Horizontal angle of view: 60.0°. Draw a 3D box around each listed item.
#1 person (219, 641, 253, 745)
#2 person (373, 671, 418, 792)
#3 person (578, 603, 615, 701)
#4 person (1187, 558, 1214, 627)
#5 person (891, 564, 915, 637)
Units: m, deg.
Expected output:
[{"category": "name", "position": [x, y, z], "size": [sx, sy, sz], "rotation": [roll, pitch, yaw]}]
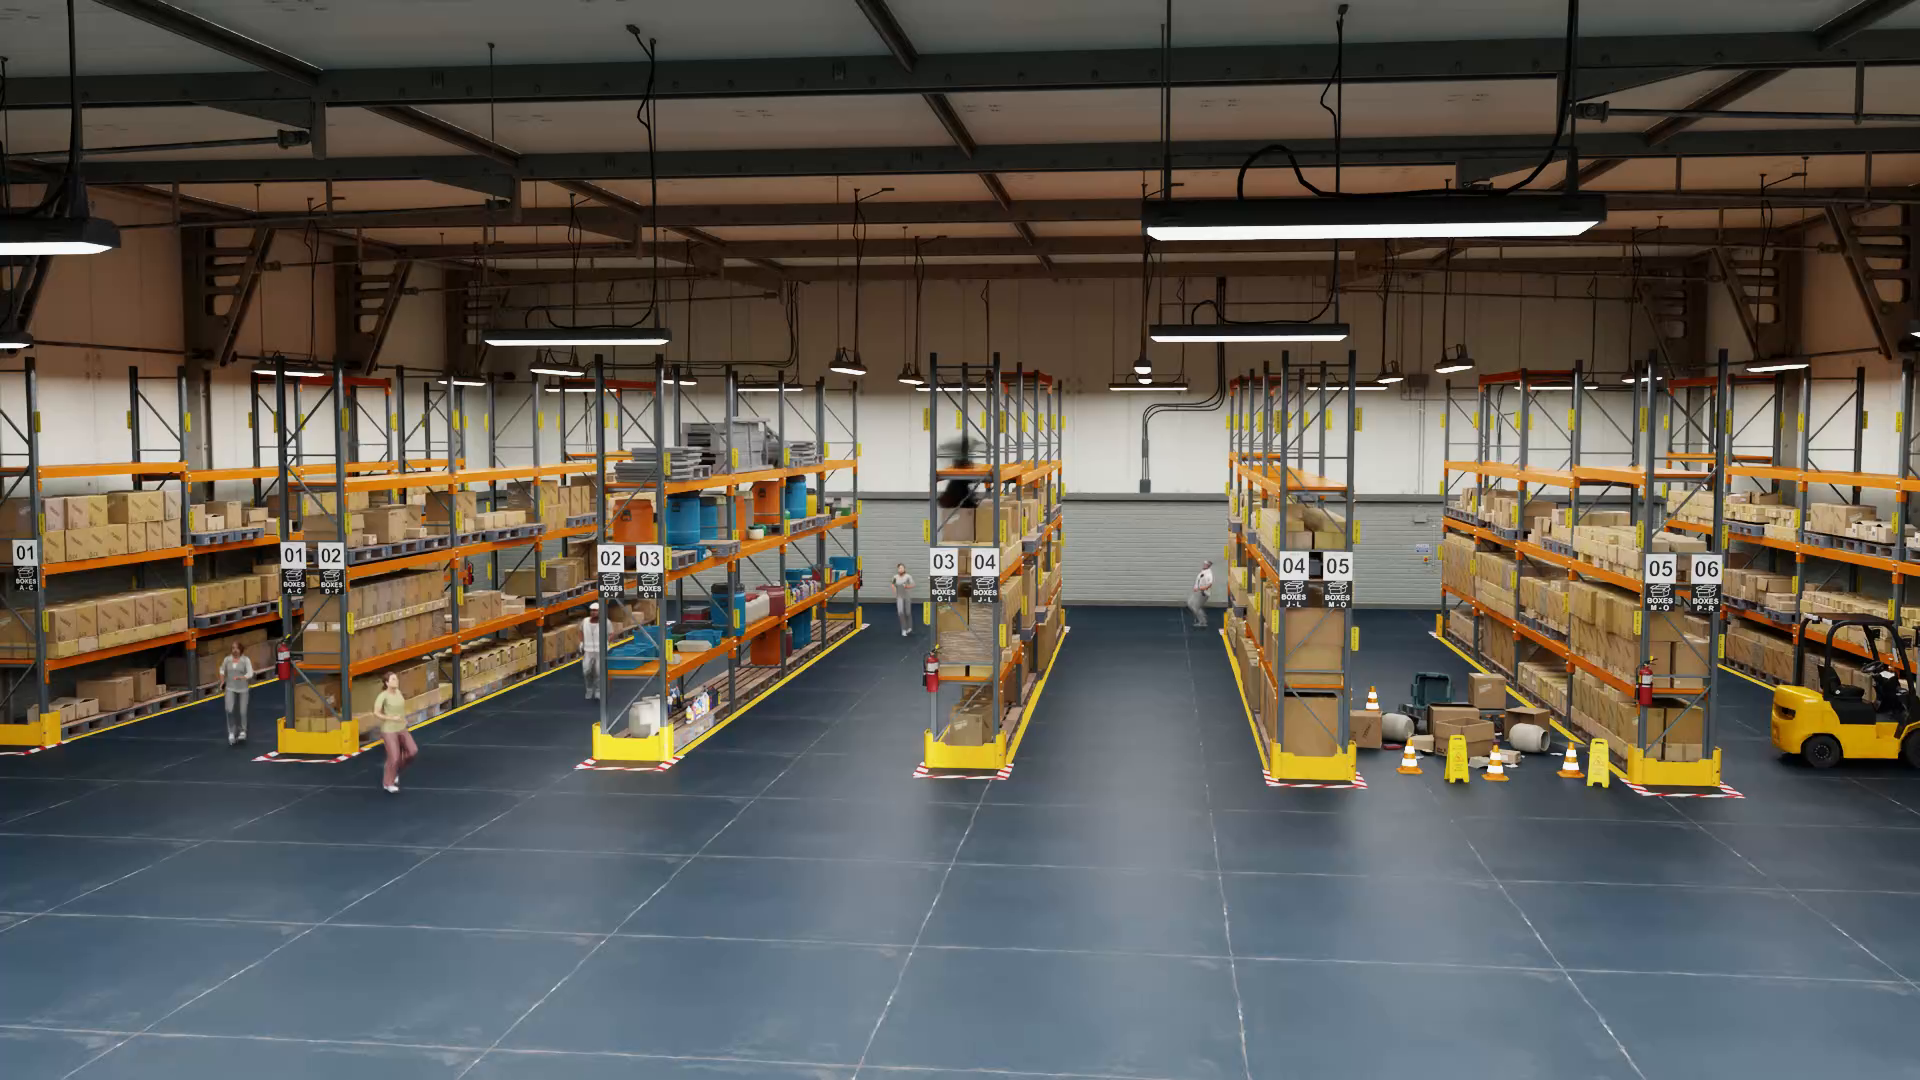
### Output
[{"category": "person", "position": [-11.258, 2.374, 25.866], "size": [0.510, 1.607, 0.676], "rotation": [-1, 4, -18]}, {"category": "person", "position": [-7.634, 2.558, 22.503], "size": [0.498, 1.575, 0.627], "rotation": [2, 4, 26]}, {"category": "person", "position": [-6.545, 2.012, 29.838], "size": [0.679, 1.765, 0.660], "rotation": [0, 4, -3]}, {"category": "person", "position": [5.861, 1.287, 40.551], "size": [0.586, 1.710, 0.779], "rotation": [0, 4, -3]}, {"category": "person", "position": [-1.346, 1.411, 39.168], "size": [0.566, 1.715, 0.733], "rotation": [0, 4, 1]}]
